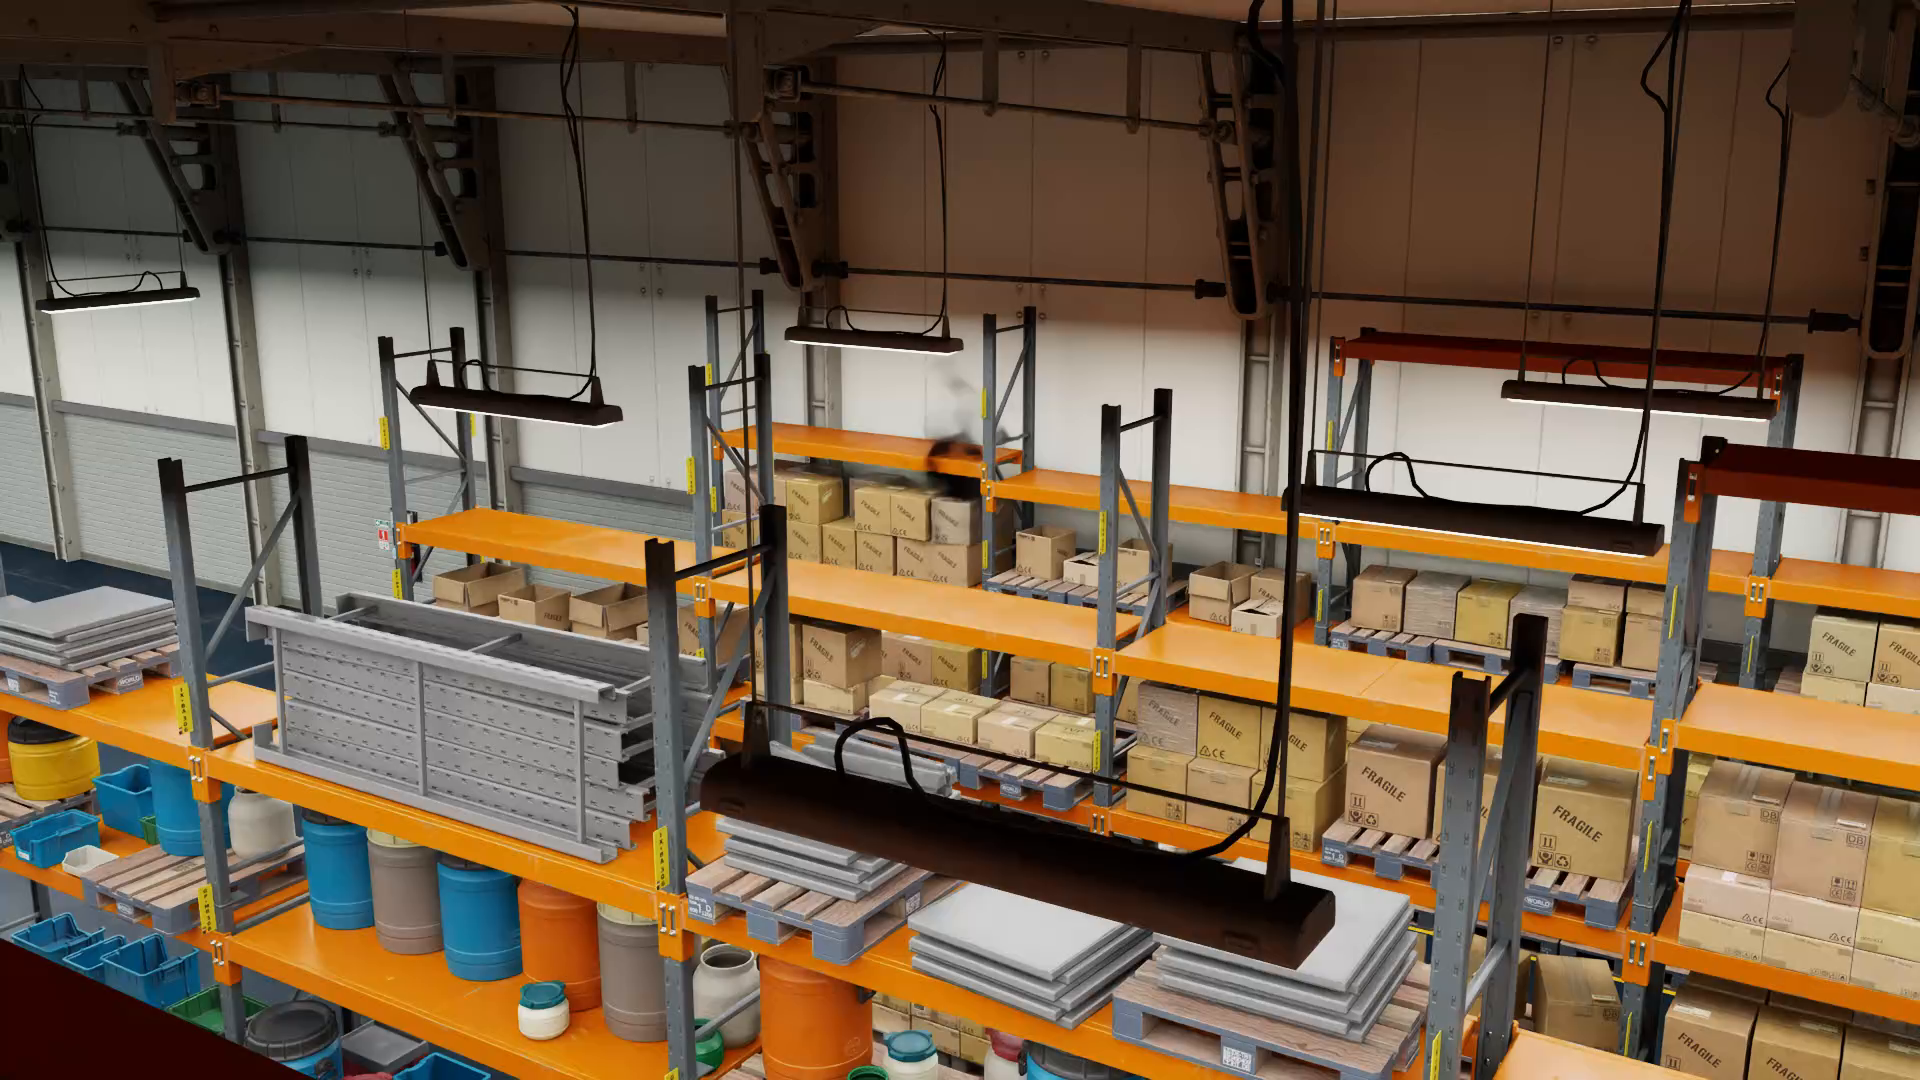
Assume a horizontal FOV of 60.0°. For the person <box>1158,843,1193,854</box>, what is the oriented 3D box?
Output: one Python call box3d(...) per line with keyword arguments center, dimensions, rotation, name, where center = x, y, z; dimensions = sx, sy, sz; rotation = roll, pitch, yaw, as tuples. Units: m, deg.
box3d(center=(1.930, 3.423, 15.909), dimensions=(0.838, 1.711, 0.580), rotation=(6, 15, 22), name="person")
